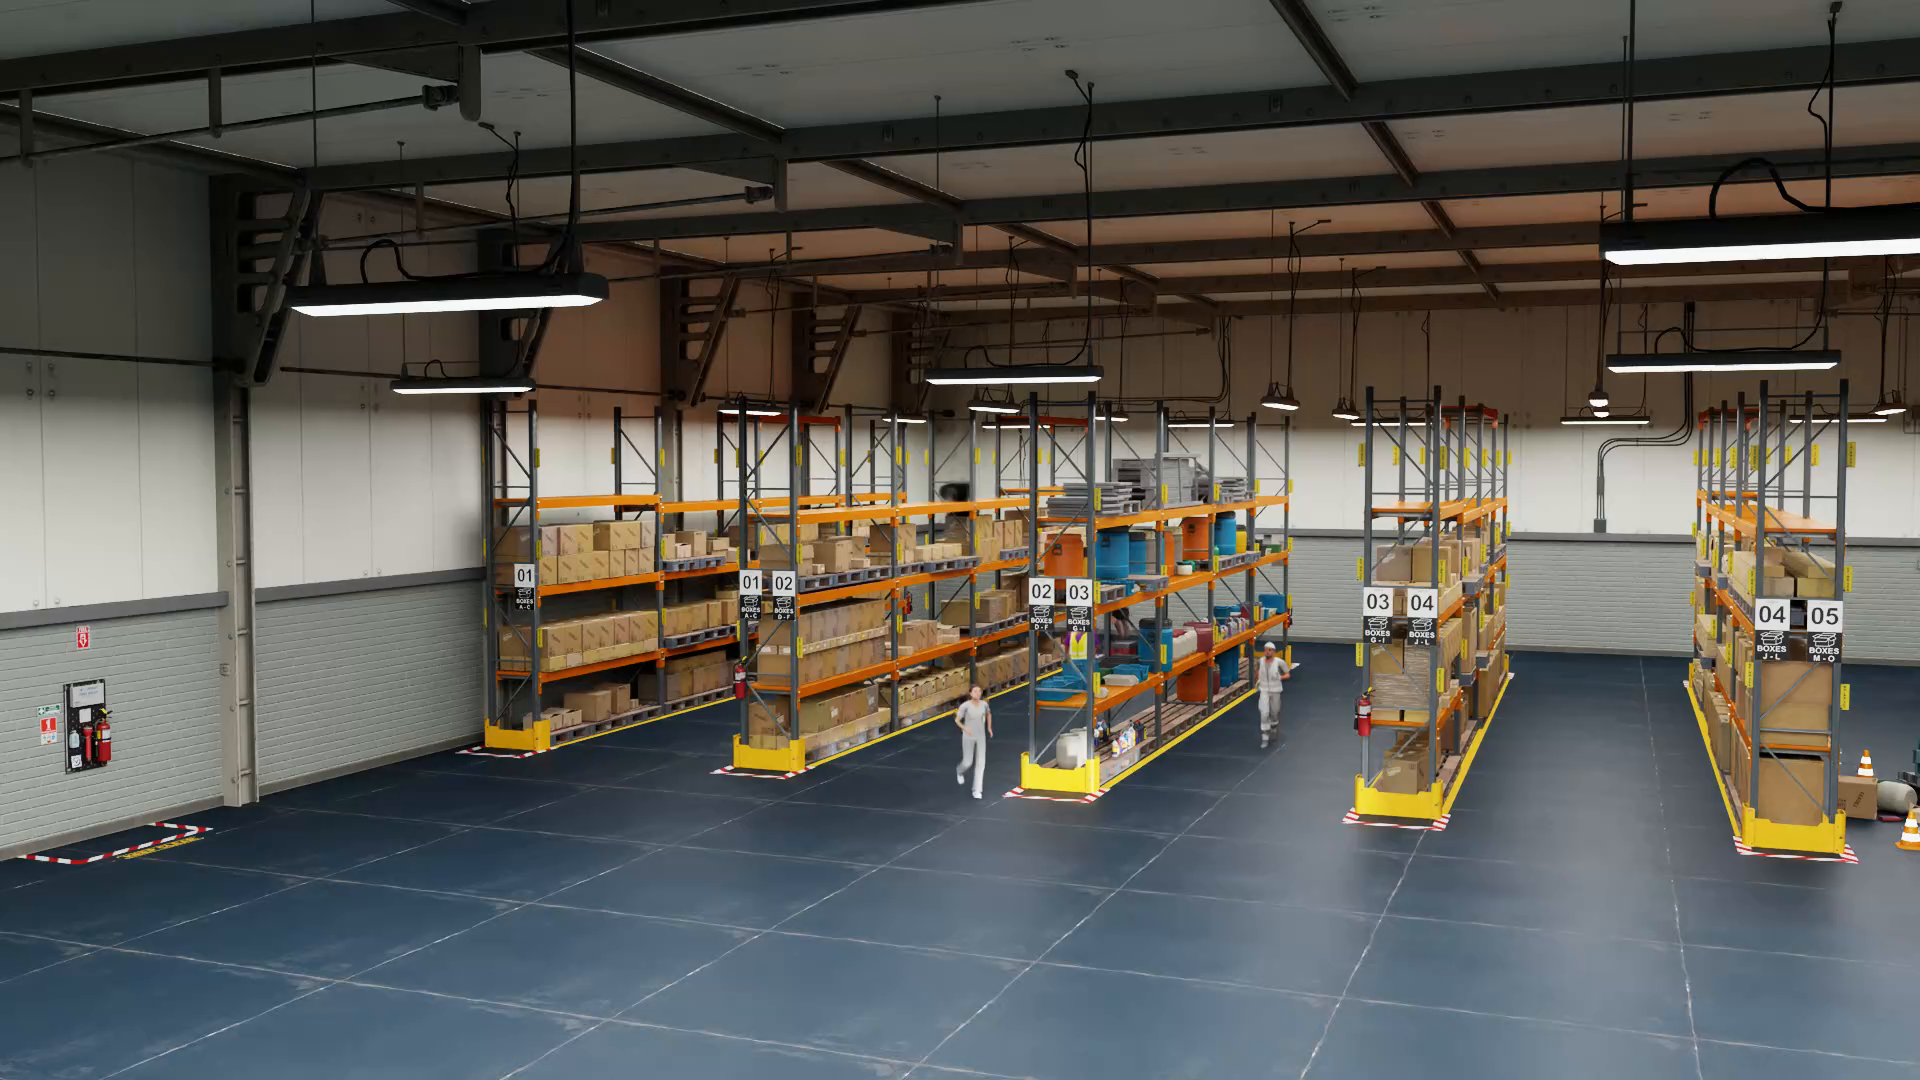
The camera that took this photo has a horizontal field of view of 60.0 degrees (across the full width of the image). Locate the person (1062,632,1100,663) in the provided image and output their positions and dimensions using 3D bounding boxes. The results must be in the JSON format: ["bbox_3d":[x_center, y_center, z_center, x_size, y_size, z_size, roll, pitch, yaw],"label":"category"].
[{"bbox_3d":[2.315,2.303,31.781,0.707,1.714,0.650,1,3,21],"label":"person"}]

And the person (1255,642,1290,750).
[{"bbox_3d":[5.426,2.676,28.910,0.629,1.817,0.912,1,3,18],"label":"person"}]

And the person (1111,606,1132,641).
[{"bbox_3d":[4.112,2.074,42.612,0.669,1.707,0.630,-2,3,-31],"label":"person"}]

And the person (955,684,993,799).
[{"bbox_3d":[0.218,2.956,24.720,0.593,1.660,0.900,-1,3,-18],"label":"person"}]
